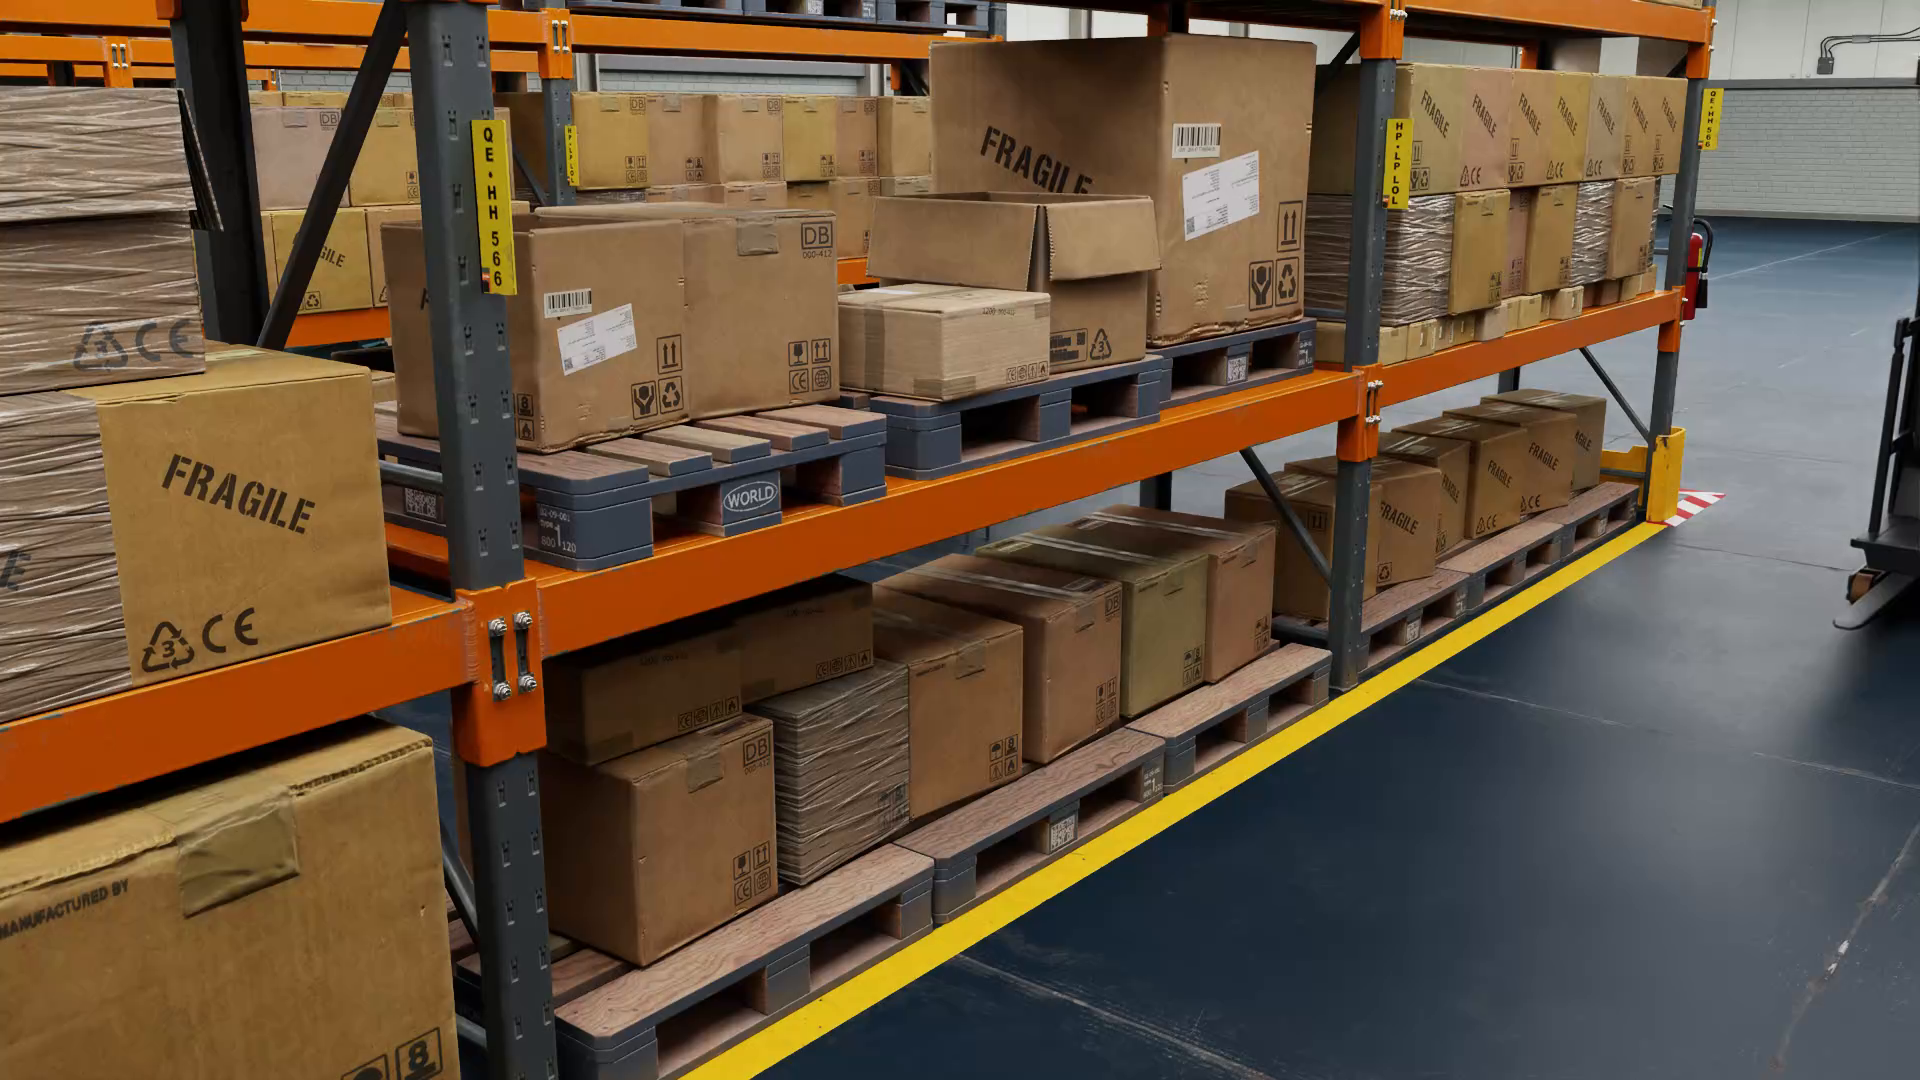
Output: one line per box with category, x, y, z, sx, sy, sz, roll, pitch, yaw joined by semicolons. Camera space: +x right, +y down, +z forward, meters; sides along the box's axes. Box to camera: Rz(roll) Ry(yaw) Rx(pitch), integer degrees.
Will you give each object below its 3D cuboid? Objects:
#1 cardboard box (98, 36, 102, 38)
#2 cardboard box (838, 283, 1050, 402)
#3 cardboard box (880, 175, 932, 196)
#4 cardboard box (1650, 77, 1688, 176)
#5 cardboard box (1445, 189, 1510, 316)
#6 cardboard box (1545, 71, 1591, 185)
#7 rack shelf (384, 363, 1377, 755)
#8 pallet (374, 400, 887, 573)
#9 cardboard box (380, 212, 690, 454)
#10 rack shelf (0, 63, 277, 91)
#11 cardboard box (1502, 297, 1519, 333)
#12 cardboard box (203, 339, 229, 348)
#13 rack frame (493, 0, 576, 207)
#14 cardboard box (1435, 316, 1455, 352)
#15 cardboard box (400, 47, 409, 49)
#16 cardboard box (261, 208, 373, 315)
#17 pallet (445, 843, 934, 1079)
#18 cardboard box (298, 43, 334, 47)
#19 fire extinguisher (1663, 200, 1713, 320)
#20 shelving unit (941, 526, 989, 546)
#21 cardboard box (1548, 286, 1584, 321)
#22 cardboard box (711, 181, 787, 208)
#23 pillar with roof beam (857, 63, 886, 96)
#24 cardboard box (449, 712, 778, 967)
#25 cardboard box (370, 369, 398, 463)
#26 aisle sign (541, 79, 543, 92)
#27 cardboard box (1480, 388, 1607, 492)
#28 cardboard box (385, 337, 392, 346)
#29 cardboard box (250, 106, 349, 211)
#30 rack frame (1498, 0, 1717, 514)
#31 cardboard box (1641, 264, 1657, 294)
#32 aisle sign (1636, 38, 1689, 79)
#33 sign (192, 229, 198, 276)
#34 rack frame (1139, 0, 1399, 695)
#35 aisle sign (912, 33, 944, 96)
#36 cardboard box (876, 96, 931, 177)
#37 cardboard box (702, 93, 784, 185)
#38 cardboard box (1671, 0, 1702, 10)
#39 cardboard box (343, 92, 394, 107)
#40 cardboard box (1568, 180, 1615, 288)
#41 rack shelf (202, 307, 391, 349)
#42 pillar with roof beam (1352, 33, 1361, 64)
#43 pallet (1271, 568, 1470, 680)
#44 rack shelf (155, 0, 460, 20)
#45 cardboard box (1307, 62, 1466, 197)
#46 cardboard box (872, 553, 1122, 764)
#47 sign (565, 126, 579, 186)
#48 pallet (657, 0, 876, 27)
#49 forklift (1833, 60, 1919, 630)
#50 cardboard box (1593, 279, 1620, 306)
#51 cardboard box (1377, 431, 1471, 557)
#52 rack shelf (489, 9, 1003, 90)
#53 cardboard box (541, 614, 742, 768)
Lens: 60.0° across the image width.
cardboard box;-6.554;-3.895;12.782;0.380;0.149;0.250;11;18;38
cardboard box;-0.088;-0.572;4.735;0.500;0.250;0.500;11;18;36
cardboard box;-0.614;-2.361;12.019;0.875;0.550;0.550;11;18;38
cardboard box;3.554;-2.222;8.938;0.500;0.500;0.500;11;18;38
cardboard box;1.866;-1.281;7.268;0.875;0.500;0.500;11;18;38
cardboard box;2.607;-1.935;7.810;0.500;0.500;0.500;11;18;38
rack shelf;-0.064;-0.190;5.241;1.077;0.370;4.000;11;18;38
pallet;-0.956;-0.216;4.270;1.213;0.211;1.003;11;18;38
cardboard box;-1.012;-0.517;4.012;0.500;0.500;0.500;9;17;31
rack shelf;-9.121;-4.711;16.944;1.077;0.370;4.000;11;18;38
cardboard box;2.329;-1.038;7.627;0.380;0.149;0.250;11;18;38
cardboard box;-1.838;-0.153;3.431;0.500;0.500;0.500;12;19;39
rack frame;-2.601;-1.709;9.757;1.000;3.000;0.127;11;18;38
cardboard box;1.865;-0.893;7.056;0.380;0.149;0.250;11;18;38
cardboard box;-4.834;-4.201;13.986;0.380;0.149;0.250;11;18;36
cardboard box;-3.356;-1.422;8.427;0.500;0.500;0.500;11;18;38
pallet;-0.828;1.046;4.576;1.003;0.211;1.213;11;18;38
cardboard box;-5.249;-4.043;13.362;0.380;0.149;0.250;11;18;36
fire extinguisher;4.138;-1.601;9.490;0.296;0.674;0.183;11;18;38
shelving unit;0.009;-0.584;8.986;0.258;1.200;0.189;11;18;38
cardboard box;2.828;-1.176;8.171;0.380;0.149;0.250;11;18;38
cardboard box;-1.619;-2.048;10.788;0.875;0.550;0.550;11;18;38
pillar with roof beam;1.888;-8.535;24.442;9.100;9.000;0.400;11;18;38
cardboard box;-0.915;0.711;4.415;0.700;0.500;0.500;10;17;35
cardboard box;-3.530;-0.505;8.735;1.050;0.750;0.750;11;18;38
aisle sign;-3.736;-4.448;15.262;0.394;0.787;0.004;11;18;38
cardboard box;3.302;-0.563;9.471;0.500;0.500;0.500;-12;18;-39
cardboard box;-4.956;-1.697;14.442;0.500;0.250;0.500;10;18;36
cardboard box;-3.548;-1.950;8.474;0.700;0.500;0.500;11;18;38
rack frame;3.707;-1.688;9.675;1.000;3.000;0.127;11;18;38
cardboard box;3.689;-1.480;9.366;0.380;0.149;0.250;11;18;38
aisle sign;3.980;-2.913;9.219;0.394;0.787;0.004;11;18;38
sign;-1.749;-0.761;3.835;0.100;0.325;0.005;11;18;38
rack frame;1.193;-0.922;6.660;1.000;3.000;0.127;11;18;38
aisle sign;-0.276;-3.795;12.689;0.394;0.787;0.004;11;18;38
cardboard box;-0.624;-2.886;11.895;0.875;0.550;0.550;11;18;38
cardboard box;-1.641;-2.576;10.672;0.875;0.550;0.550;11;18;38
cardboard box;3.602;-2.937;8.806;0.500;0.250;0.500;12;18;39
cardboard box;-5.138;-3.484;13.906;0.700;0.500;0.500;11;18;37
cardboard box;2.772;-1.576;8.428;0.875;0.500;0.500;11;18;38
rack shelf;-3.858;-0.977;8.338;1.077;0.370;4.000;11;18;38
pillar with roof beam;13.201;-11.982;38.012;9.100;9.000;0.400;11;18;38
pallet;1.588;0.295;7.531;1.003;0.211;1.213;11;18;38
rack shelf;-2.578;-0.878;1.856;1.077;0.370;4.000;11;18;38
cardboard box;1.674;-1.646;6.672;0.500;0.500;0.500;11;18;38
cardboard box;0.125;0.386;5.694;0.700;0.500;0.500;9;17;33
sign;-2.173;-2.150;9.301;0.100;0.325;0.005;11;18;38
pallet;-1.312;-3.507;10.925;1.003;0.211;1.213;11;18;38
forklift;4.837;-1.079;7.416;1.130;2.935;3.031;12;19;39
cardboard box;3.245;-1.331;8.779;0.380;0.149;0.250;11;18;38
cardboard box;2.159;-0.226;8.145;0.500;0.500;0.500;9;17;33
rack shelf;-1.344;-3.197;10.984;1.077;0.370;4.000;11;18;38
cardboard box;-0.923;0.346;4.329;0.500;0.250;0.500;12;19;40
